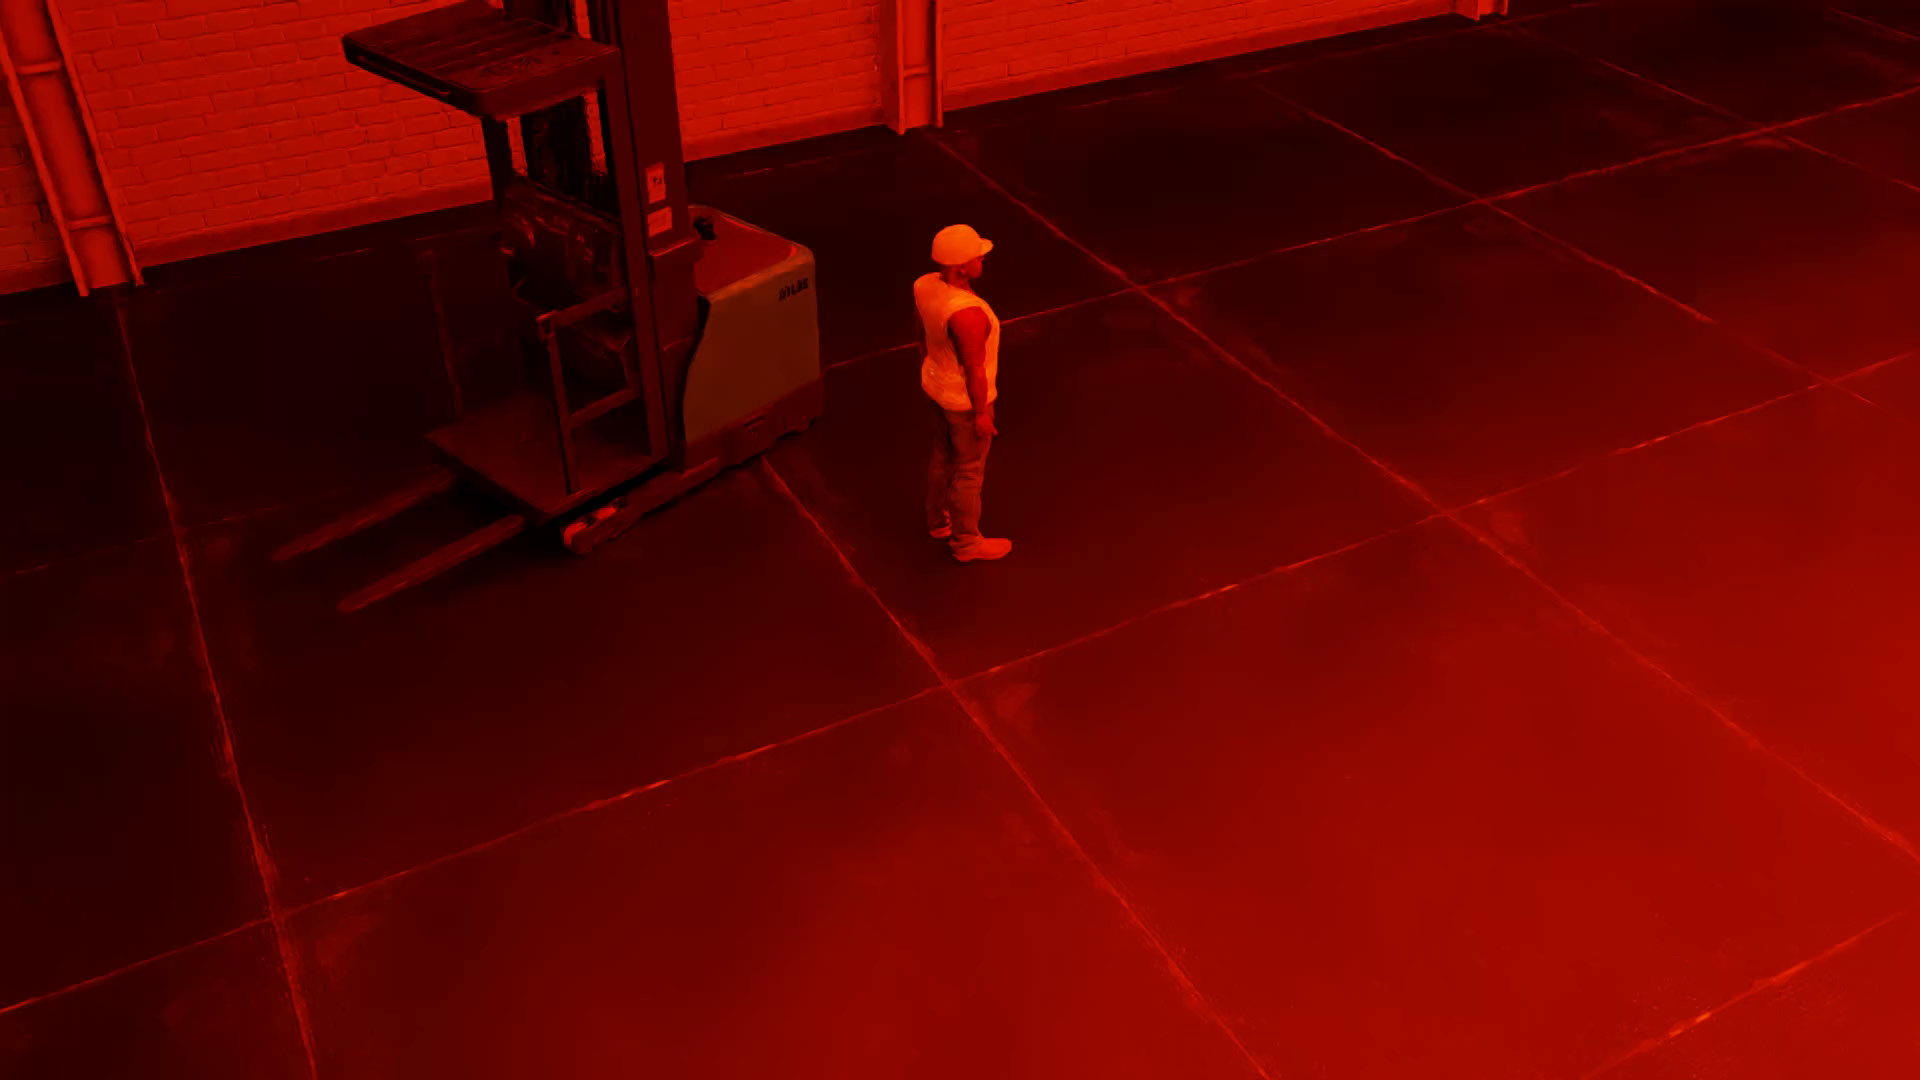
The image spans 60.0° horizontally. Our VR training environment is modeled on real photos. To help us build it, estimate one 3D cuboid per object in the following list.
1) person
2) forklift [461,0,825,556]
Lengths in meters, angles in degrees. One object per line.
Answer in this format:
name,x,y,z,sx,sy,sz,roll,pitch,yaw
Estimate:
person,0.011,-0.726,8.158,0.366,1.771,0.559,-17,39,-23
forklift,-1.771,-1.651,8.535,1.129,2.843,1.939,27,44,33
